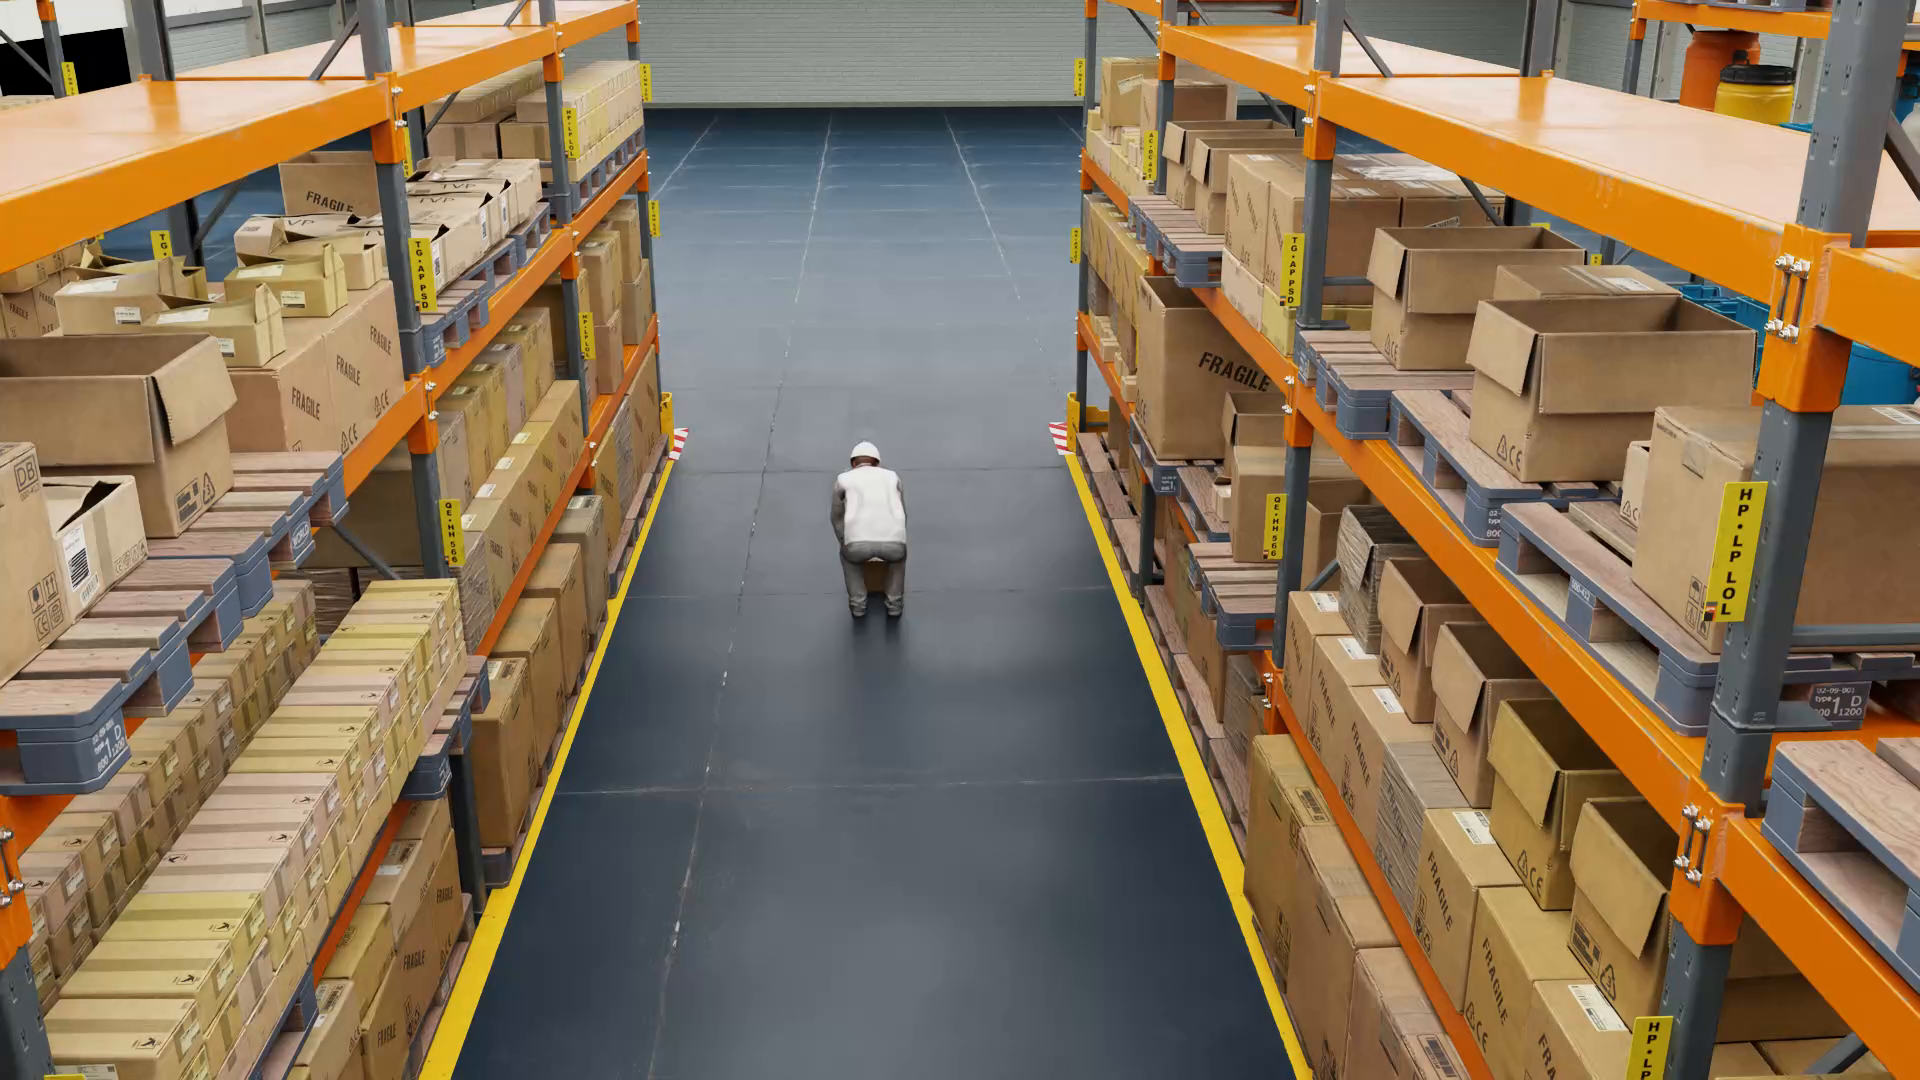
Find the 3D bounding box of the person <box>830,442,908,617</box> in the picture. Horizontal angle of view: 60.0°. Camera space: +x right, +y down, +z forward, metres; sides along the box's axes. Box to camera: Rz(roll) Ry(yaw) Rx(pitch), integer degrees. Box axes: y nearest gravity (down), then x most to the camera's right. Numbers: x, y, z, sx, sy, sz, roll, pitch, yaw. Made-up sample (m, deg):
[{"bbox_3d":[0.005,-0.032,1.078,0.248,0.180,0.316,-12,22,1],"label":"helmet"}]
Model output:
[{"bbox_3d":[-0.663,-0.064,12.112,0.564,1.154,0.869,-1,20,-3],"label":"person"}]
